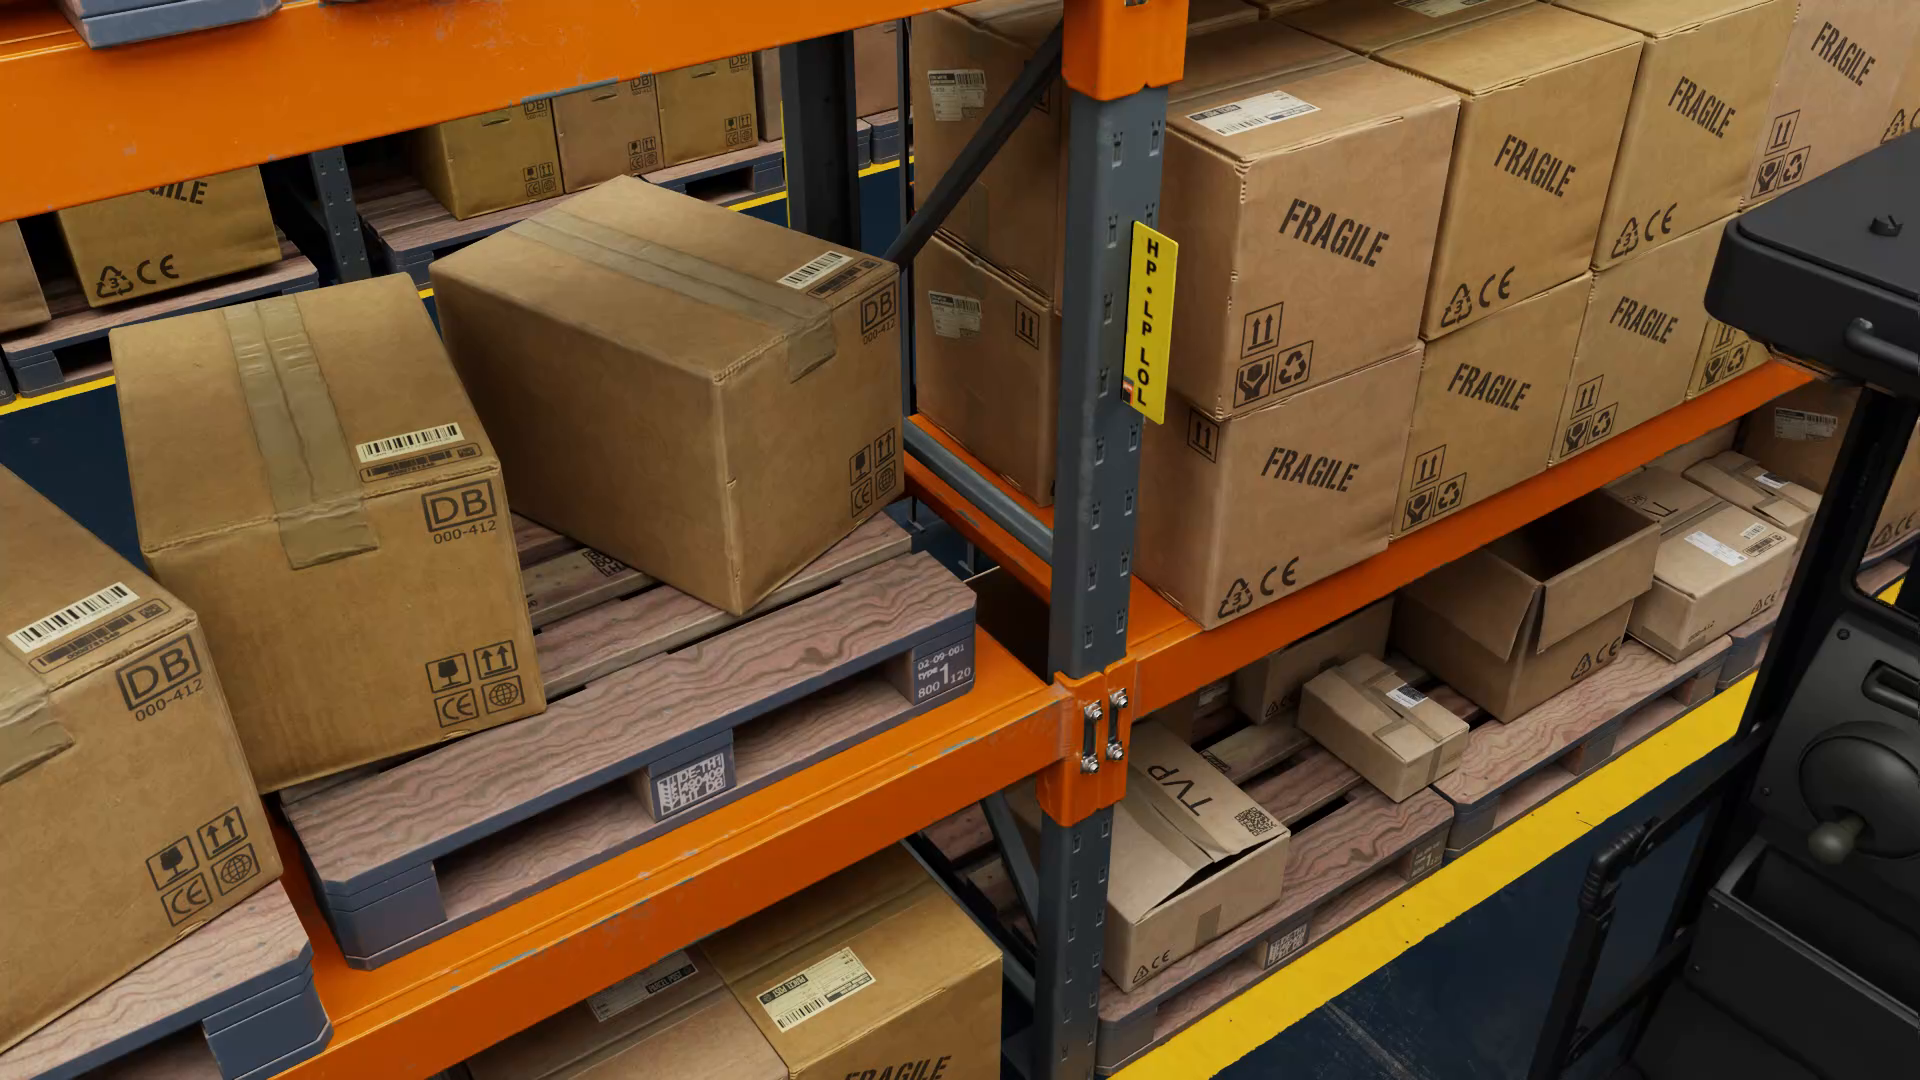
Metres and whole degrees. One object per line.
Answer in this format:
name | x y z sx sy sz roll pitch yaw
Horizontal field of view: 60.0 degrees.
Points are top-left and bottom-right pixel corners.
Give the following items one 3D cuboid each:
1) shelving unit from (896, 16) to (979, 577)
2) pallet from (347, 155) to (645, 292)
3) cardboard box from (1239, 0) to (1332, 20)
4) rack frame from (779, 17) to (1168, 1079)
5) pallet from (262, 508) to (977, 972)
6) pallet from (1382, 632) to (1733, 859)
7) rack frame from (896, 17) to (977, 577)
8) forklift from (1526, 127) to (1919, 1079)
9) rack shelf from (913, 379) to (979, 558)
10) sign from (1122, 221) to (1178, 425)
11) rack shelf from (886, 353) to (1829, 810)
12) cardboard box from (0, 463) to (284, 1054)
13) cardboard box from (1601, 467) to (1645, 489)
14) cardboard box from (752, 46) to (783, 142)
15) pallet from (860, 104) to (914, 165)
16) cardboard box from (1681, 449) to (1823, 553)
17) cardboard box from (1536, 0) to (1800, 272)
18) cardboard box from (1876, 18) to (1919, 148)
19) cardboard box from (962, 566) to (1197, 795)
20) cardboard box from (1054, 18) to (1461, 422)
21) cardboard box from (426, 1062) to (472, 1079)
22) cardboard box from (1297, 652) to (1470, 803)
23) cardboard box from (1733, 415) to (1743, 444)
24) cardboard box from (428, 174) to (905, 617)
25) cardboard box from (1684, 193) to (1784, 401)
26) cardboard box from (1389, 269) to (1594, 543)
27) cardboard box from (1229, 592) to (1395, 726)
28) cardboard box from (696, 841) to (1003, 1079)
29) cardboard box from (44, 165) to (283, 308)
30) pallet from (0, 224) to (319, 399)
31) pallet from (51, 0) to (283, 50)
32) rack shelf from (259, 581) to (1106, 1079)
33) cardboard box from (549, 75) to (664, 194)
shelving unit | 0.135 -0.908 5.214 0.503 2.100 0.431 -22 41 -28
pallet | -2.210 -1.587 7.776 1.213 0.211 1.003 -22 41 -28
cardboard box | 0.662 -1.052 3.701 0.500 0.500 0.500 -23 42 -29
rack frame | -0.019 -0.138 3.373 0.127 3.000 1.000 -22 41 -28
pallet | -0.736 0.157 3.128 1.213 0.211 1.003 -22 41 -28
pallet | 1.541 0.351 5.081 1.213 0.211 1.003 -22 41 -28
rack frame | -0.064 -0.826 5.100 0.015 2.100 0.400 -22 41 -28
forklift | 1.603 0.534 2.497 3.031 2.935 1.130 -25 43 -31
rack shelf | 0.135 -0.329 5.631 0.480 0.518 0.431 -22 41 -28
sign | 0.303 -0.344 2.668 0.005 0.325 0.100 -22 41 -28
rack shelf | 1.615 -0.519 4.518 4.000 0.370 1.077 -22 41 -28
cardboard box | -1.428 0.275 2.354 0.700 0.500 0.500 26 43 32
cardboard box | 1.825 -0.162 5.384 0.500 0.250 0.500 -22 41 -28
cardboard box | -0.941 -2.381 8.273 0.500 0.500 0.700 -24 42 -29
pallet | -0.215 -2.408 8.917 1.213 0.211 1.003 -22 41 -28
cardboard box | 2.565 -0.118 5.395 0.250 0.166 0.380 -22 41 -28
cardboard box | 1.370 -0.955 3.567 0.500 0.500 0.500 -24 42 -29
cardboard box | 2.211 -1.302 4.049 0.500 0.500 0.500 -21 41 -27
cardboard box | 0.283 0.371 4.429 0.500 0.500 0.500 -22 41 -28
cardboard box | 0.528 -0.609 3.085 0.500 0.500 0.500 -21 41 -27
cardboard box | -1.077 1.332 3.093 0.500 0.500 0.500 -22 41 -27
cardboard box | 1.150 0.500 4.536 0.250 0.166 0.380 -22 41 -28
cardboard box | 2.506 -0.451 5.858 0.250 0.166 0.380 -22 41 -28
cardboard box | -0.536 -0.296 3.148 0.700 0.500 0.500 22 41 28
cardboard box | 1.796 -0.733 4.114 0.500 0.500 0.500 -23 42 -28
cardboard box | 0.971 -0.394 3.643 0.500 0.500 0.500 -22 41 -27
cardboard box | 0.896 0.196 4.835 0.500 0.311 0.500 -22 41 -28
cardboard box | -0.258 1.001 3.553 0.500 0.500 0.500 -23 41 -28
cardboard box | -3.333 -1.518 6.773 0.750 0.750 0.750 -22 41 -27
pallet | -3.464 -1.073 7.062 1.213 0.211 1.003 -22 41 -28
pallet | -1.439 -0.743 1.806 1.003 0.211 1.213 -22 41 -28
rack shelf | -1.654 0.827 2.647 4.000 0.370 1.077 -22 41 -28
cardboard box | -1.793 -2.027 7.780 0.500 0.500 0.700 -23 42 -28
